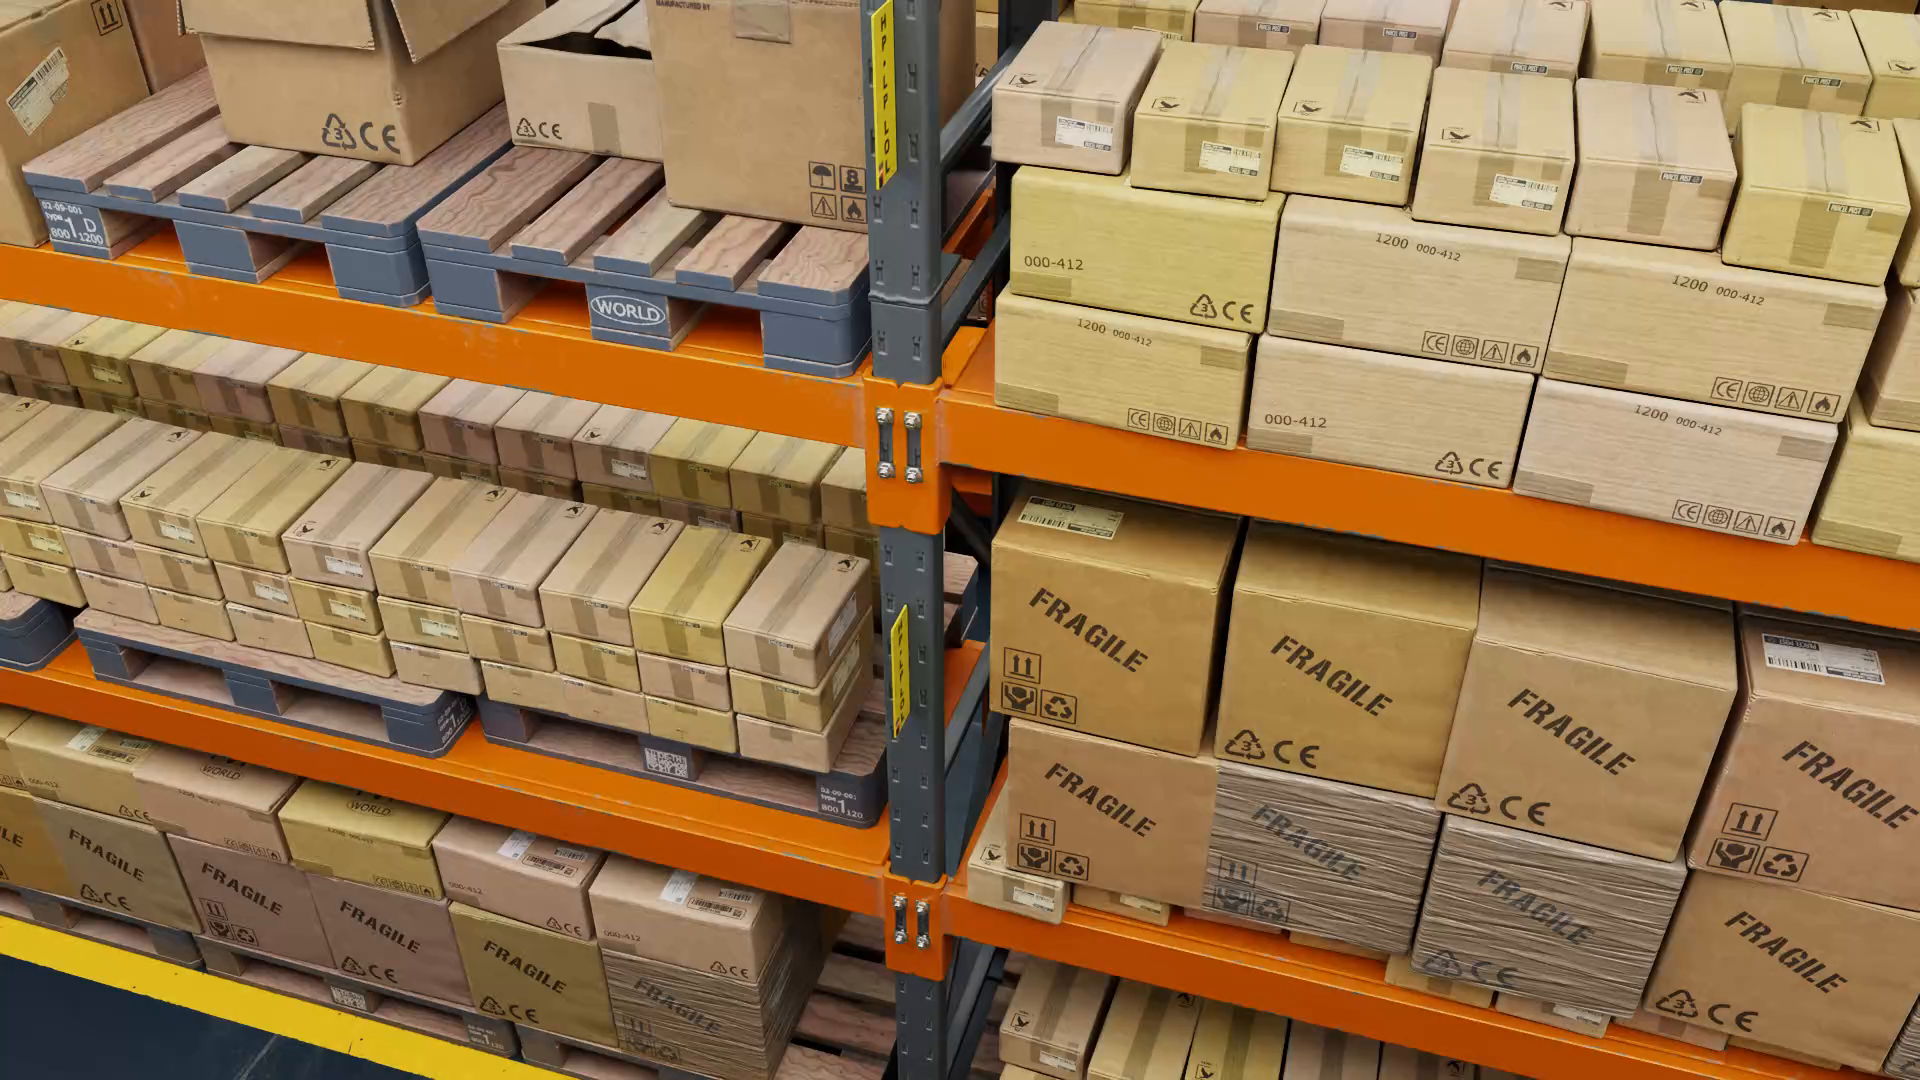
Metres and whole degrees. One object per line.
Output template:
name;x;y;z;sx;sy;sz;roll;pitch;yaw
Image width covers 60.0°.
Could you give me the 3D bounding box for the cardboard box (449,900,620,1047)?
cardboard box;-1.246;1.215;5.323;0.500;0.500;0.500;10;37;13

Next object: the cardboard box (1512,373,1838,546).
cardboard box;1.361;-0.274;3.187;0.500;0.250;0.500;12;38;16

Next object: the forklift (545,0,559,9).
forklift;-1.873;-1.382;7.154;3.031;2.935;1.130;8;37;10

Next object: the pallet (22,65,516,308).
pallet;-1.523;-1.027;4.243;1.003;0.211;1.213;10;38;14

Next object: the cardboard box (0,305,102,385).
cardboard box;-2.949;-0.685;5.506;0.250;0.149;0.380;10;38;13

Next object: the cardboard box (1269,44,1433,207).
cardboard box;0.737;-0.785;3.125;0.250;0.149;0.380;10;38;13

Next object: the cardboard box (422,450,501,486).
cardboard box;-1.467;-0.290;5.221;0.250;0.149;0.380;10;37;13

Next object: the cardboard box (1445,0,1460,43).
cardboard box;2.450;-2.373;7.686;0.500;0.500;0.500;10;38;14

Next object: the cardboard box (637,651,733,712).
cardboard box;-0.665;0.264;4.467;0.250;0.149;0.380;11;38;14

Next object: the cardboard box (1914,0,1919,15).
cardboard box;4.564;-2.312;7.604;0.500;0.500;0.500;10;37;13

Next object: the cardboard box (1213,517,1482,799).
cardboard box;0.883;0.194;3.777;0.500;0.500;0.500;9;37;13

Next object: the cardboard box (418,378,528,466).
cardboard box;-1.448;-0.409;5.131;0.250;0.149;0.380;12;38;16

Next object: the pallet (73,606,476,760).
pallet;-1.891;0.153;5.173;1.213;0.211;1.003;10;38;14

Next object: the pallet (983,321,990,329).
pallet;0.842;-1.303;9.342;1.213;0.211;1.003;10;38;14

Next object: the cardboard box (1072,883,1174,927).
cardboard box;0.467;0.796;4.349;0.250;0.149;0.380;12;38;15

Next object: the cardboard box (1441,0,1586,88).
cardboard box;1.122;-0.979;3.388;0.250;0.149;0.380;12;38;16

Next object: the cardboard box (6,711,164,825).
cardboard box;-2.722;0.633;5.481;0.500;0.250;0.500;10;38;13

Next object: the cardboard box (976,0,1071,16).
cardboard box;0.337;-3.012;8.382;0.637;0.503;0.797;11;38;14

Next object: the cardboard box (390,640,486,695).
cardboard box;-1.404;0.249;4.739;0.250;0.149;0.380;9;37;12

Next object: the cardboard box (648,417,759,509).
cardboard box;-0.725;-0.274;4.947;0.250;0.149;0.380;11;38;14

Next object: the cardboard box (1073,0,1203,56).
cardboard box;0.406;-1.153;3.624;0.250;0.149;0.380;9;37;12

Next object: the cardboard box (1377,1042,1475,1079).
cardboard box;1.268;1.597;4.598;0.250;0.149;0.380;11;38;15

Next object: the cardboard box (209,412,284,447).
cardboard box;-2.202;-0.428;5.407;0.250;0.149;0.380;10;38;14

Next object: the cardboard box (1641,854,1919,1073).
cardboard box;1.888;0.797;3.801;0.500;0.500;0.500;12;38;16

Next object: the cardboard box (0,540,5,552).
cardboard box;-2.876;-0.147;5.026;0.250;0.149;0.380;9;37;12

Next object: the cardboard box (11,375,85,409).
cardboard box;-2.930;-0.562;5.590;0.250;0.149;0.380;12;38;16

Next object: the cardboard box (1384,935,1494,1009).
cardboard box;1.216;0.947;4.145;0.250;0.149;0.380;11;38;15

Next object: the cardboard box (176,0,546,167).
cardboard box;-1.410;-1.310;4.027;0.637;0.503;0.797;10;38;13

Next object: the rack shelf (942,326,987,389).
rack shelf;0.158;-0.684;7.236;1.000;0.278;0.538;8;37;11

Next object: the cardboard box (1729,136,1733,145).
cardboard box;1.534;-0.767;3.436;0.500;0.250;0.500;12;38;16

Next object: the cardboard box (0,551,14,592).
cardboard box;-2.912;-0.030;5.118;0.250;0.149;0.380;12;38;16

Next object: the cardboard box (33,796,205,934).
cardboard box;-2.712;0.943;5.692;0.500;0.500;0.500;11;38;14

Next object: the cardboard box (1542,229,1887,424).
cardboard box;1.364;-0.484;3.052;0.500;0.250;0.500;11;38;15

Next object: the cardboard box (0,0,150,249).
cardboard box;-2.369;-1.078;4.069;0.500;0.500;0.500;10;38;14

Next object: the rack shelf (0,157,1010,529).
rack shelf;-1.883;-0.815;4.404;4.000;0.370;1.077;10;38;14

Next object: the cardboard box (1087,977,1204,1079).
cardboard box;0.538;1.456;4.790;0.250;0.149;0.380;12;38;16

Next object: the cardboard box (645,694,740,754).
cardboard box;-0.661;0.385;4.554;0.250;0.149;0.380;11;38;14

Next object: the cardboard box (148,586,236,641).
cardboard box;-2.159;0.108;4.930;0.250;0.149;0.380;11;38;15

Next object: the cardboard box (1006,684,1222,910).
cardboard box;0.423;0.527;4.169;0.500;0.500;0.500;10;37;13

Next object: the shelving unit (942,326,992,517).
shelving unit;0.158;-0.448;7.409;1.048;1.125;0.538;8;37;11

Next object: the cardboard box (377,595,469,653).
cardboard box;-1.411;0.126;4.655;0.250;0.149;0.380;9;37;12

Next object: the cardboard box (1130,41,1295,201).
cardboard box;0.481;-0.798;3.141;0.250;0.149;0.380;9;37;12

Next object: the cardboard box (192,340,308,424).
cardboard box;-2.215;-0.548;5.320;0.250;0.149;0.380;11;38;14

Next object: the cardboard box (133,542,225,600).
cardboard box;-2.161;-0.012;4.843;0.250;0.149;0.380;10;38;13

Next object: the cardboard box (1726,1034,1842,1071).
cardboard box;1.987;1.052;4.002;0.250;0.149;0.380;11;38;15

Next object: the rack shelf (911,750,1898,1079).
rack shelf;1.935;1.100;4.332;4.000;0.370;1.077;10;38;14

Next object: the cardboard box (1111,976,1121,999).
cardboard box;0.501;1.312;5.488;0.250;0.149;0.380;11;38;14

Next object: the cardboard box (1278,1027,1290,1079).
cardboard box;1.045;1.627;4.809;0.250;0.149;0.380;9;37;12

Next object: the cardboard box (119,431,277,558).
cardboard box;-2.154;-0.135;4.759;0.250;0.149;0.380;12;38;15

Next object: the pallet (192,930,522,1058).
pallet;-1.886;1.228;5.903;1.213;0.211;1.003;10;38;14

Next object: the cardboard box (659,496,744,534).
cardboard box;-0.708;-0.151;5.032;0.250;0.149;0.380;11;38;15

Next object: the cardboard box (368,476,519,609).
cardboard box;-1.403;0.003;4.571;0.250;0.149;0.380;9;37;12

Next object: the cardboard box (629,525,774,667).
cardboard box;-0.673;0.141;4.383;0.250;0.149;0.380;9;37;13

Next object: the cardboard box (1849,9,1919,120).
cardboard box;1.896;-0.905;3.287;0.250;0.149;0.380;10;37;13

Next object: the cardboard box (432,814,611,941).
cardboard box;-1.247;0.905;5.112;0.500;0.250;0.500;12;38;16

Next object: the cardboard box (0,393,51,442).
cardboard box;-2.919;-0.275;4.949;0.250;0.149;0.380;10;38;14
